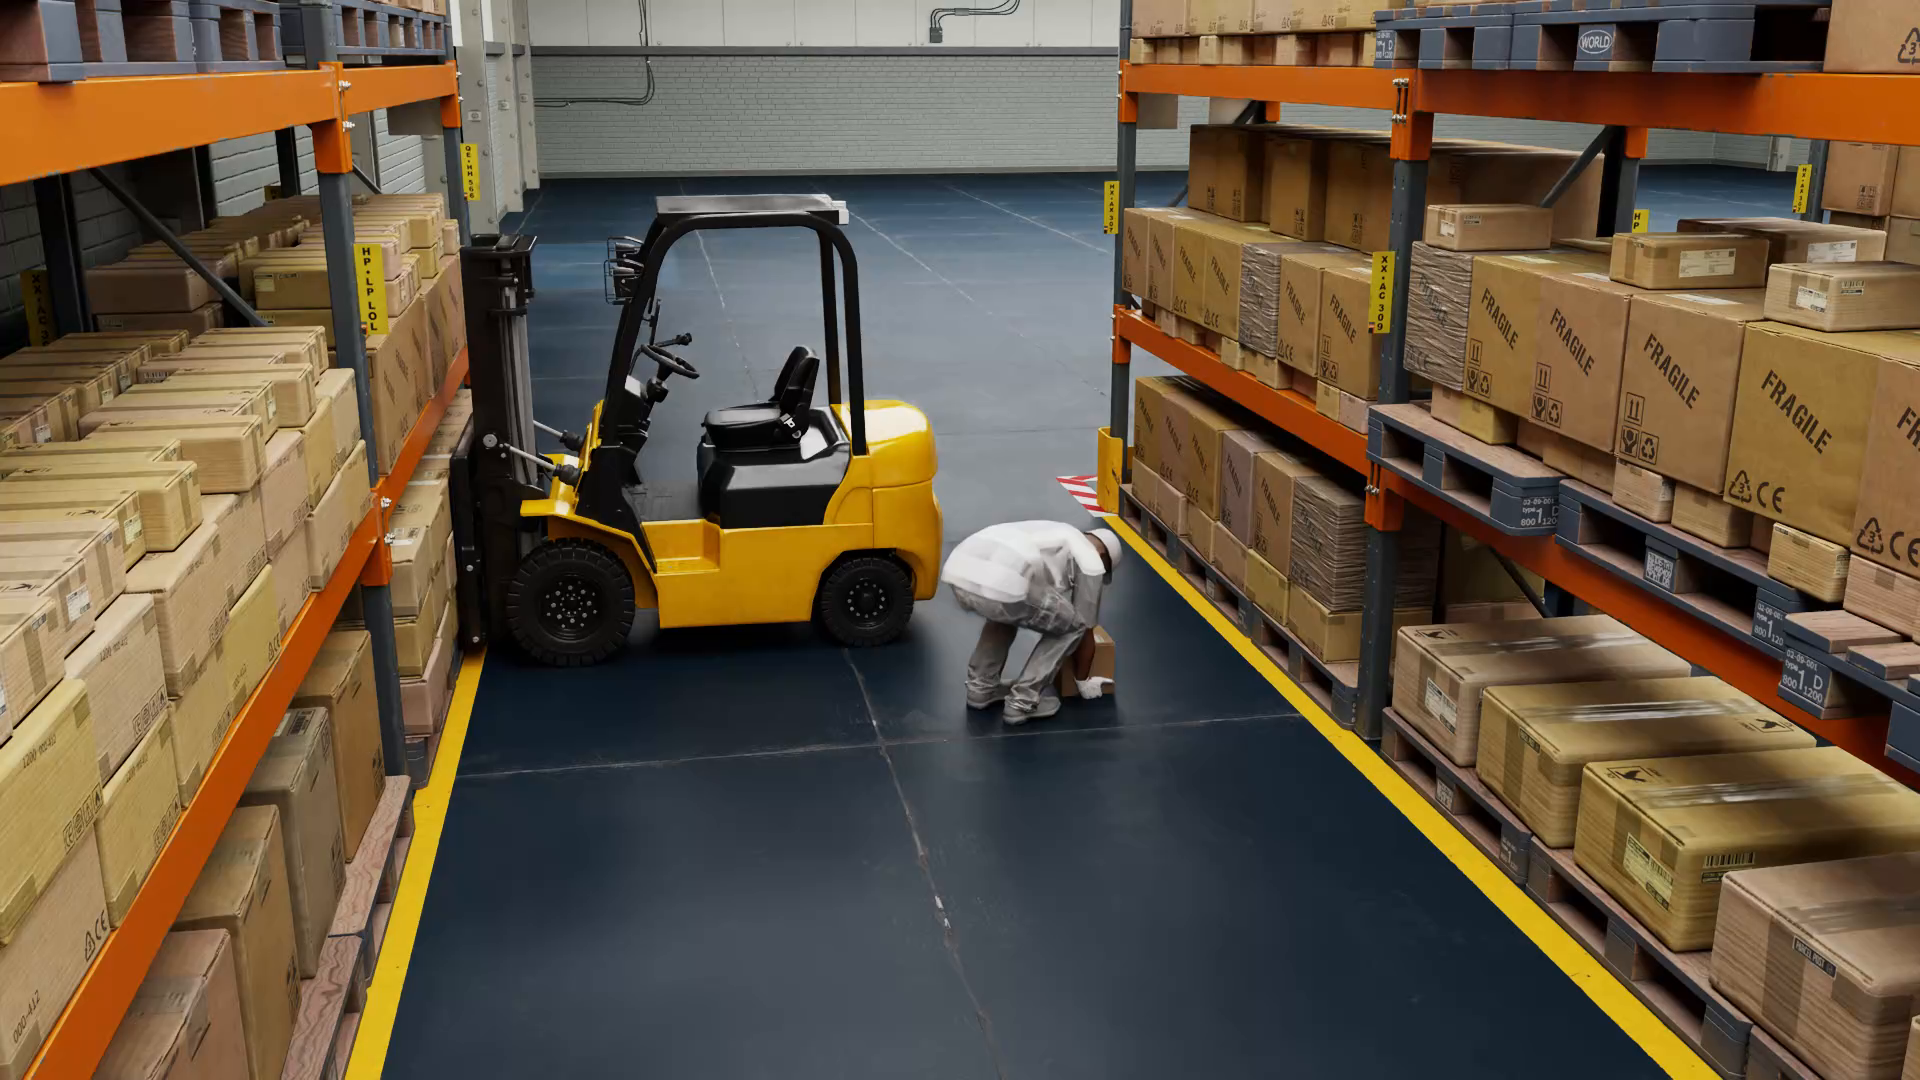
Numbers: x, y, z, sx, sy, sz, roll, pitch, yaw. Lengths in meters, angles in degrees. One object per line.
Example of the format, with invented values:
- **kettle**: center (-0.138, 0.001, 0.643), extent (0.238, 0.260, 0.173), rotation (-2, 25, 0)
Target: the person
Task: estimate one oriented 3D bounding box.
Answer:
- **person**: center (0.357, 0.329, 7.547), extent (0.992, 0.885, 0.528), rotation (-14, 21, -40)
